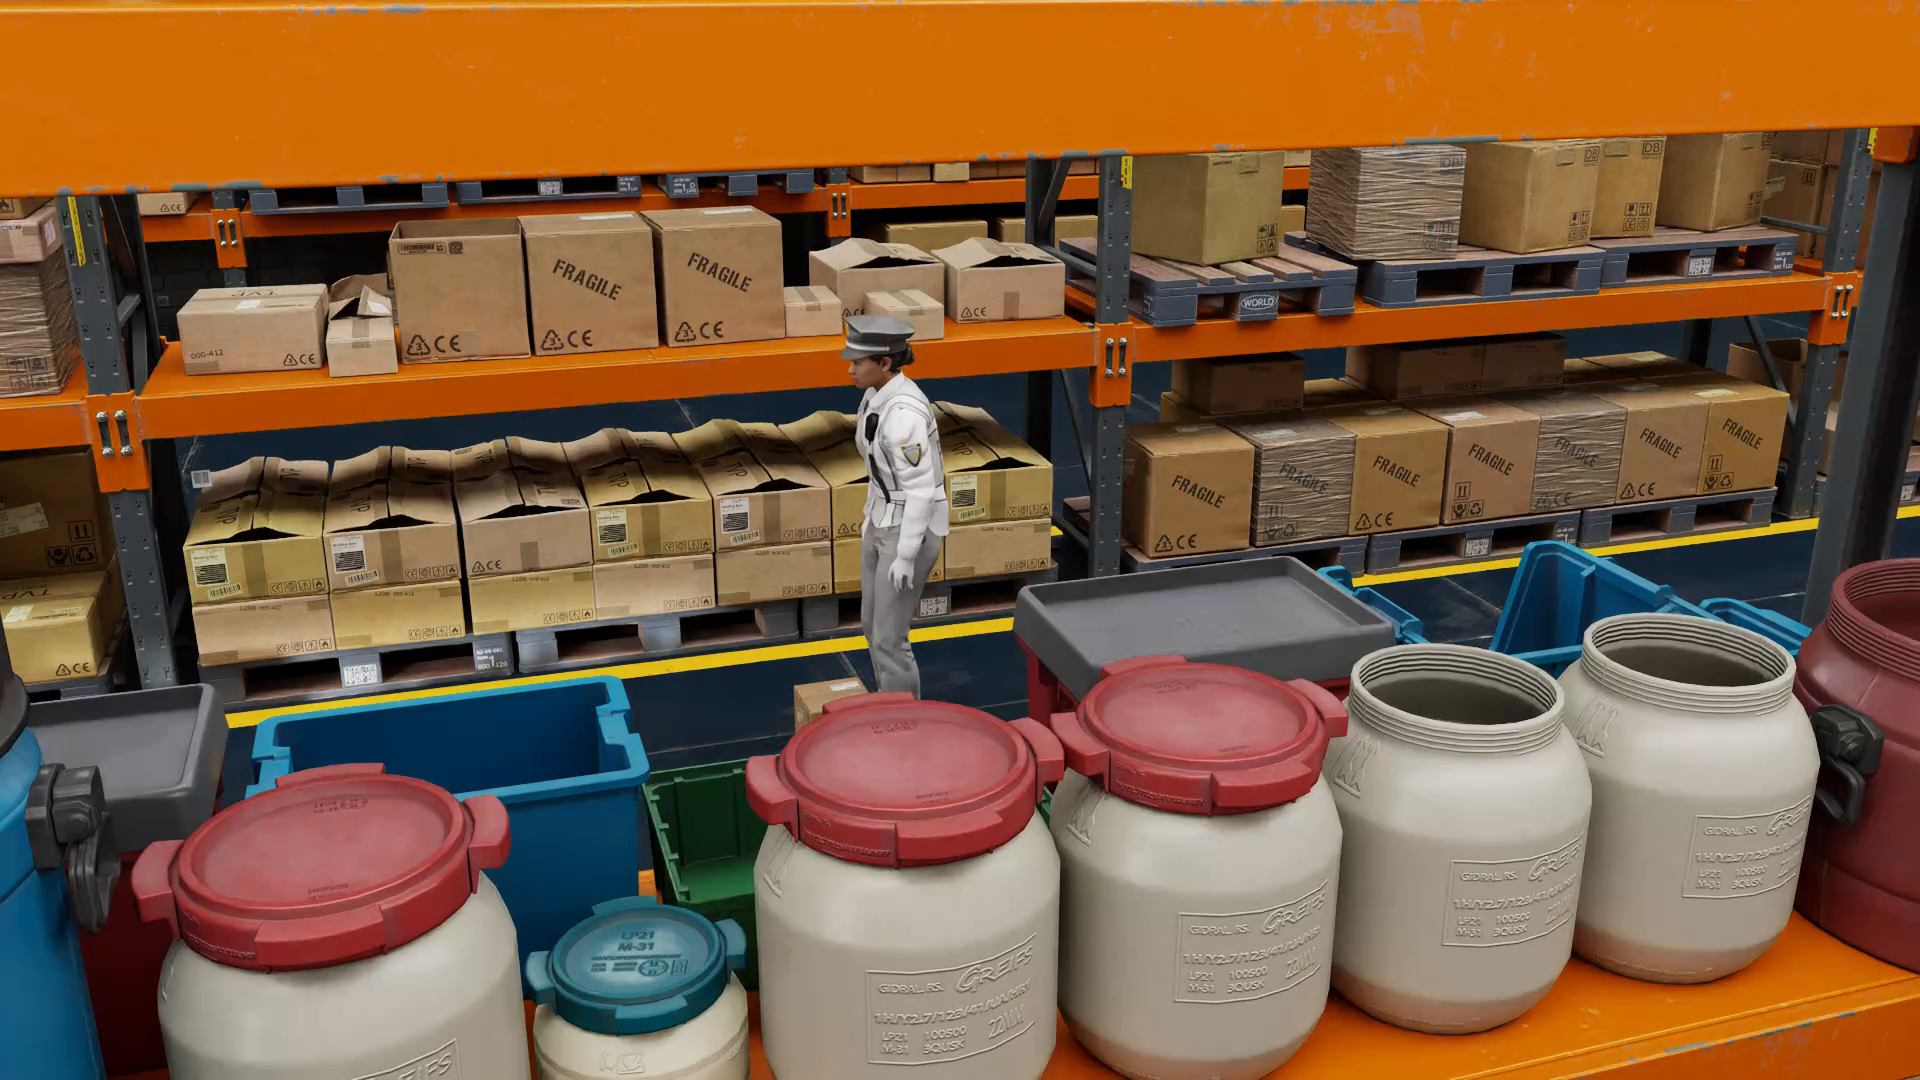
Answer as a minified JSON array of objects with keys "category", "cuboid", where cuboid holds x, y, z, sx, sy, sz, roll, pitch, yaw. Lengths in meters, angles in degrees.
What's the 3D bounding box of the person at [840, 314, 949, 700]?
[{"category":"person","cuboid":[-0.258,-0.003,6.072,0.409,1.663,0.527,-6,20,-17]}]
